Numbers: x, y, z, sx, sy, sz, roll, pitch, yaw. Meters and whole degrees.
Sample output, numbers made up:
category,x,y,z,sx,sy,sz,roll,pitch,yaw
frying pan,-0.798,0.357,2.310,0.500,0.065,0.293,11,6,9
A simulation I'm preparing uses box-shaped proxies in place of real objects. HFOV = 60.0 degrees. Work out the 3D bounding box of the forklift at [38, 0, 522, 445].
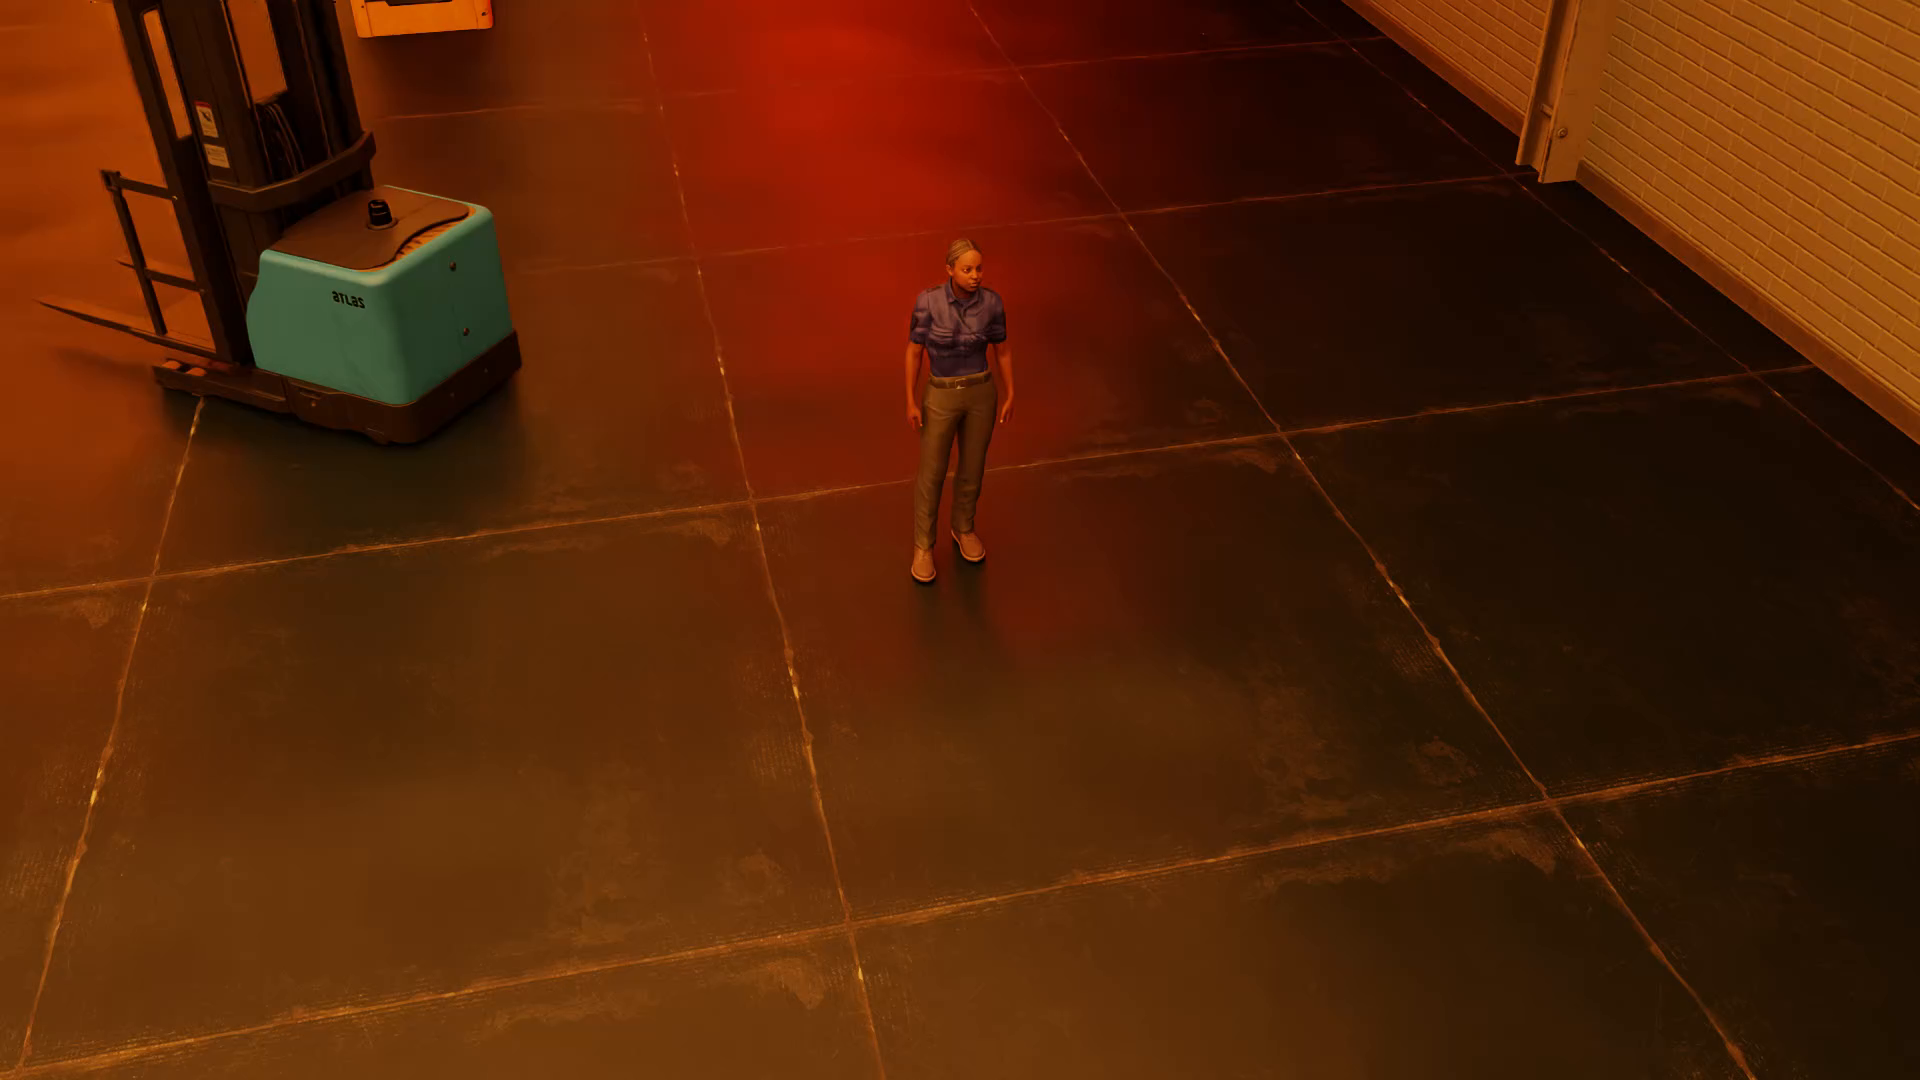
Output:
category,x,y,z,sx,sy,sz,roll,pitch,yaw
forklift,-4.164,-2.292,9.234,3.031,2.935,1.130,15,38,20

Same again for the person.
category,x,y,z,sx,sy,sz,roll,pitch,yaw
person,0.000,-0.625,7.999,0.569,1.656,0.503,-8,36,-11
